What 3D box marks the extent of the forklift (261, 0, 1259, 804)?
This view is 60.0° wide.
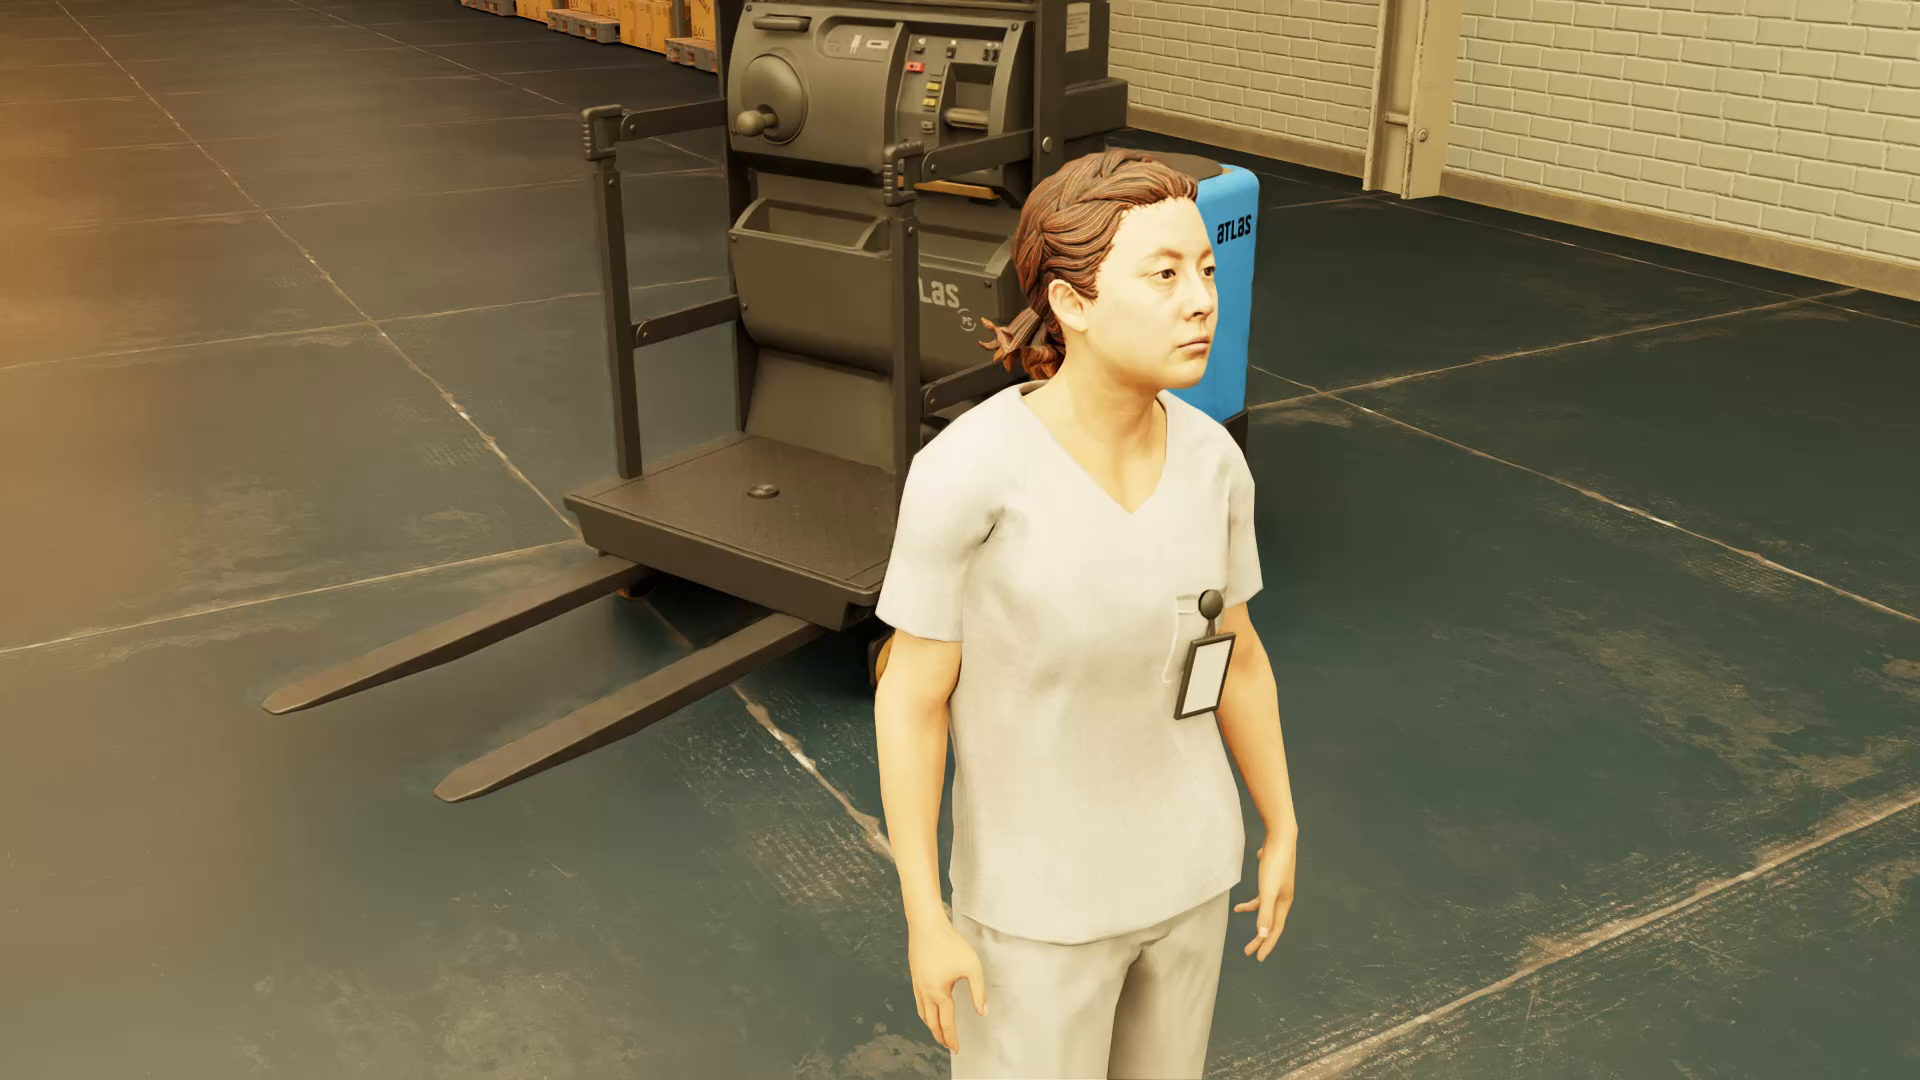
[{"bbox_3d":[-0.361,-1.166,4.116,1.130,2.935,3.031,16,27,34],"label":"forklift"}]

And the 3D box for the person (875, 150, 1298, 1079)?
[{"bbox_3d":[0.180,0.428,1.864,0.550,1.673,0.548,-12,25,-27],"label":"person"}]
